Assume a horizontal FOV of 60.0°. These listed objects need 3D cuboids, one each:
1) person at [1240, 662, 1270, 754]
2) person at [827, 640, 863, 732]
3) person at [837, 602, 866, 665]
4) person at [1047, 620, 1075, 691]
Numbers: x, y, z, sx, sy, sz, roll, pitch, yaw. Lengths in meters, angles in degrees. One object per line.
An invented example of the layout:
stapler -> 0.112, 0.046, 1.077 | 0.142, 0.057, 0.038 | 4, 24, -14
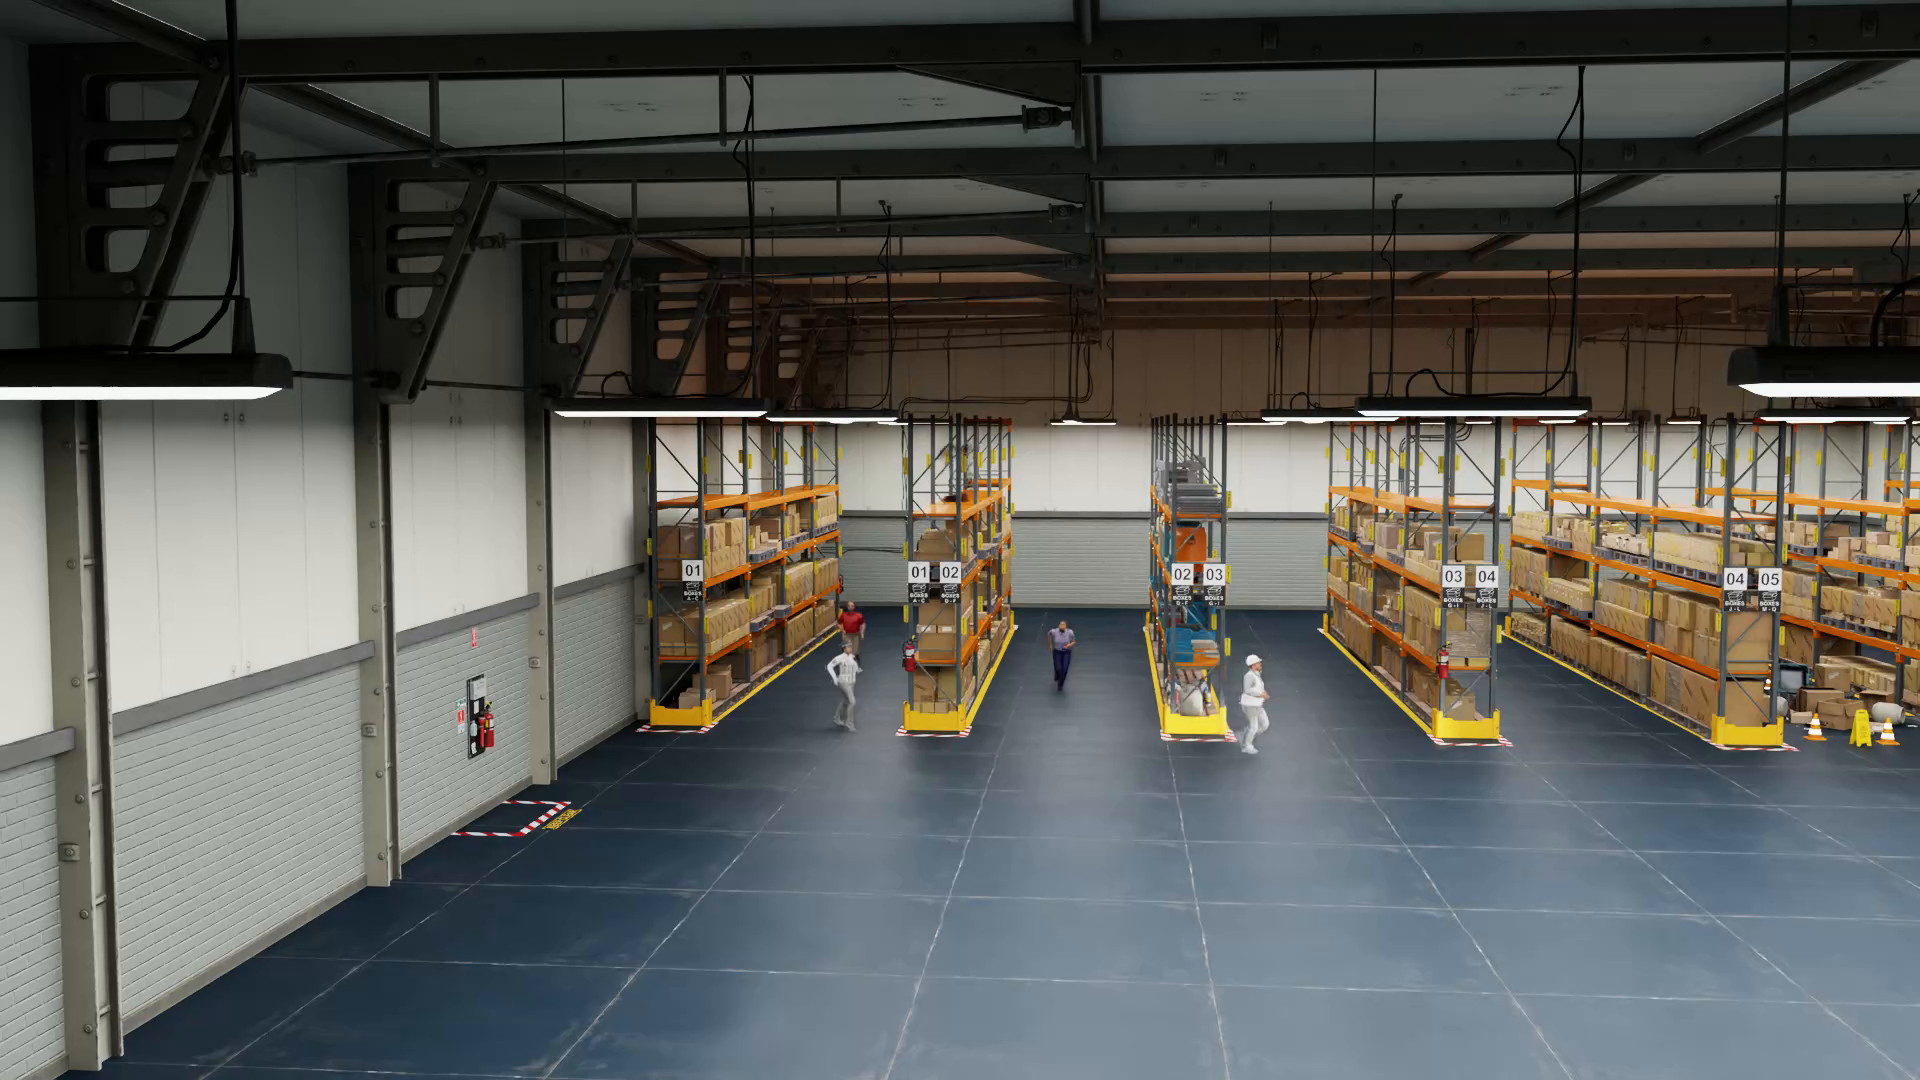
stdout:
person -> 5.193, 2.911, 29.183 | 0.584, 1.689, 0.645 | 2, 4, 30
person -> -2.148, 2.757, 31.545 | 0.743, 1.754, 0.583 | 3, 5, 34
person -> -2.544, 2.281, 38.834 | 0.665, 1.688, 0.603 | 0, 4, 0
person -> 2.209, 2.518, 36.251 | 0.592, 1.564, 0.667 | 0, 4, -3
